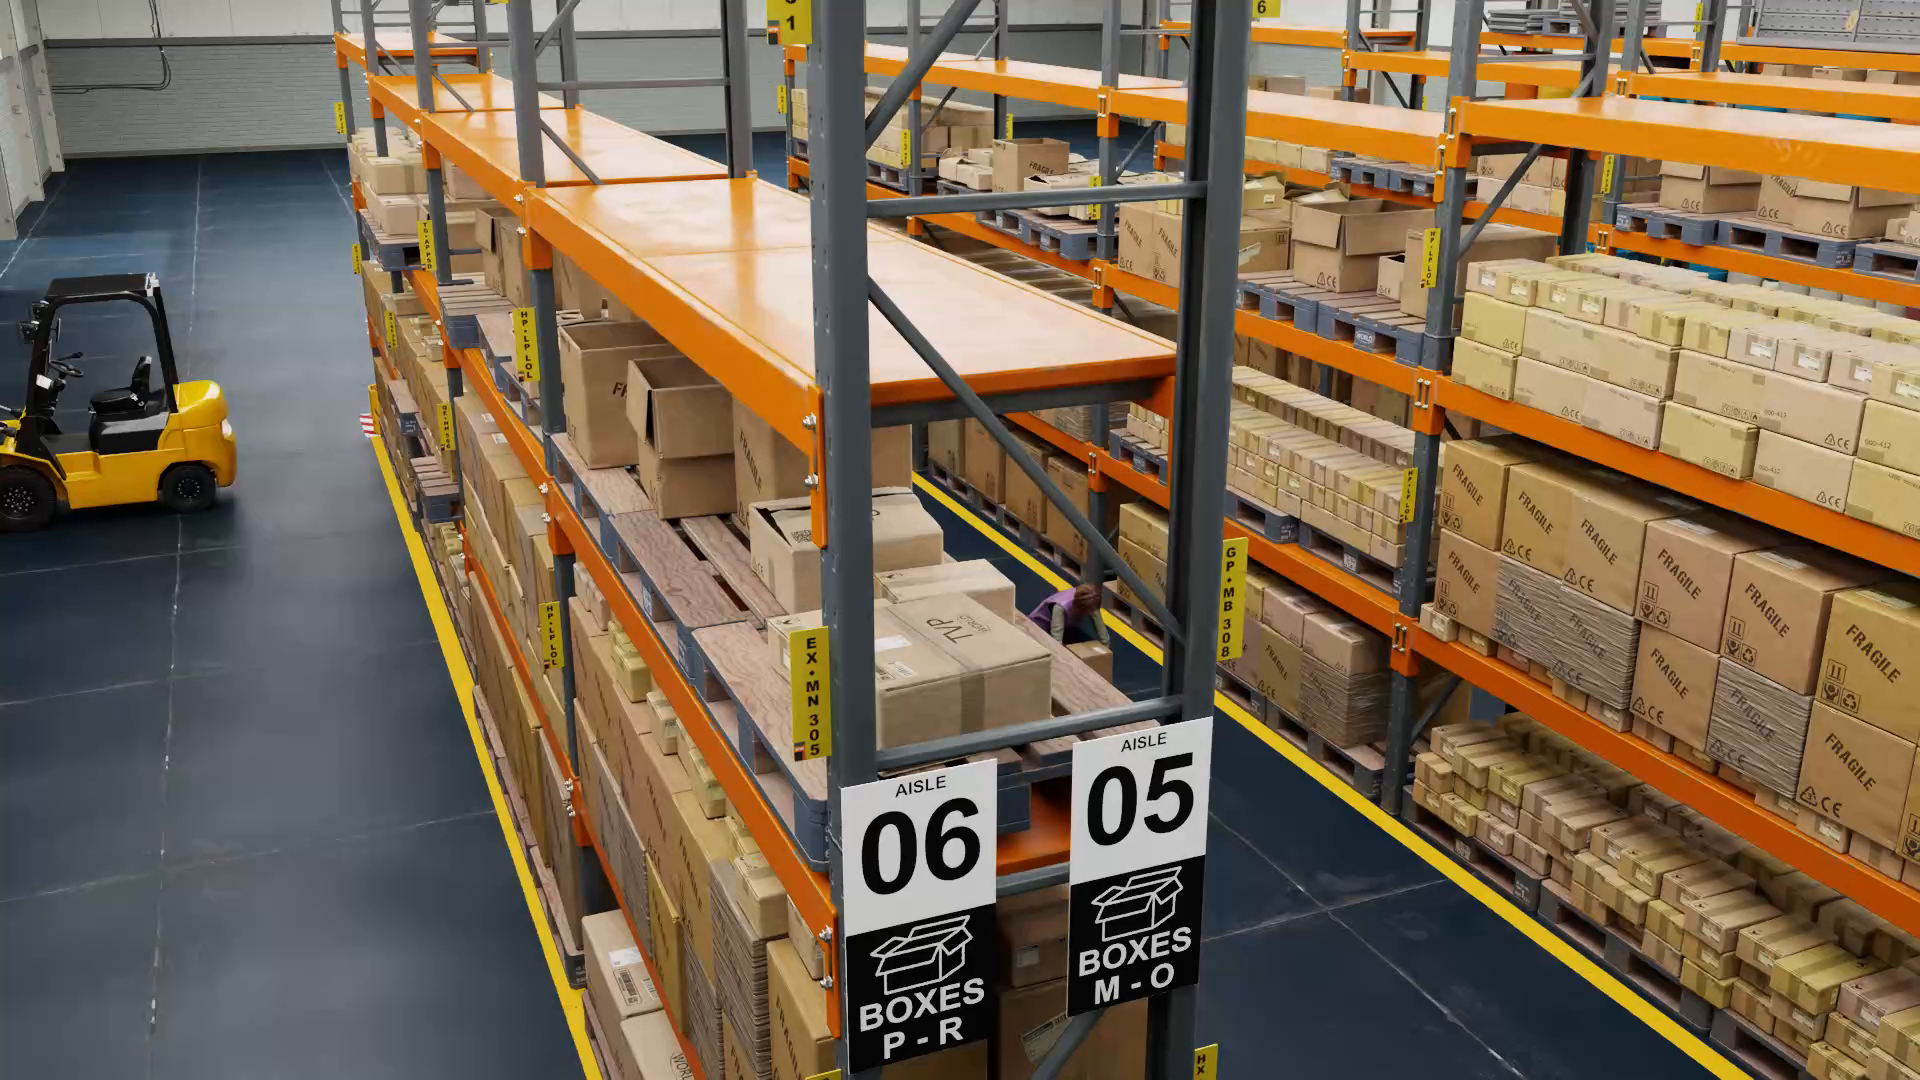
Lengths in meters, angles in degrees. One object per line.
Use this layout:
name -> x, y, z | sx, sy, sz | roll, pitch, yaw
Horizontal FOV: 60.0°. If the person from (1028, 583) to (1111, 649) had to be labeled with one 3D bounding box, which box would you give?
person -> 0.778, 0.676, 11.982 | 0.460, 0.875, 0.810 | -8, 21, -23
